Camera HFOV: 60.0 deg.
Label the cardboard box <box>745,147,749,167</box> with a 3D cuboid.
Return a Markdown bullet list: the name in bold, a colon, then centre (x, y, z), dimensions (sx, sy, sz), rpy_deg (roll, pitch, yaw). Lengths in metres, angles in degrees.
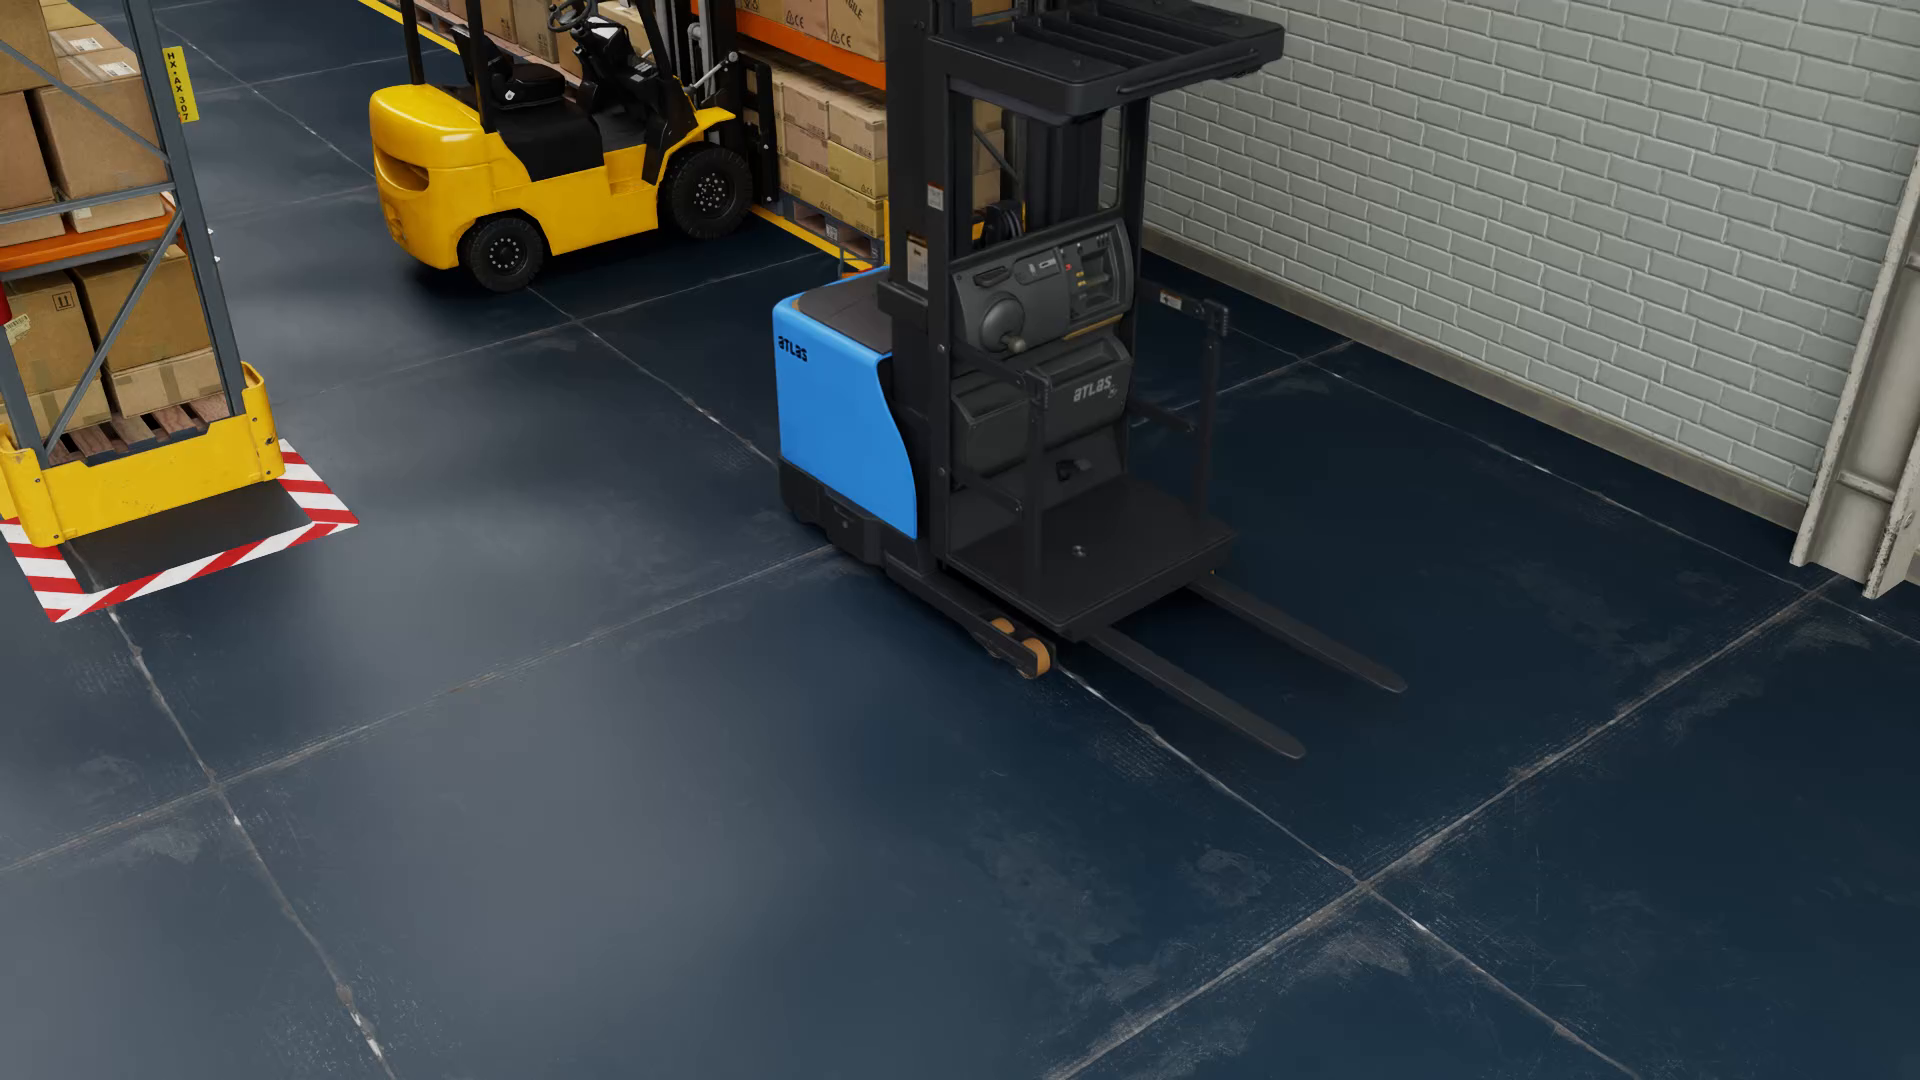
- **cardboard box**: centre (-1.412, -2.796, 11.617), dimensions (0.500, 0.250, 0.500), rpy_deg (-21, 38, -30)

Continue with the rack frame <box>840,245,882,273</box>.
- **rack frame**: centre (-0.482, -0.982, 8.335), dimensions (0.200, 1.050, 0.008), rpy_deg (-1, 32, -1)

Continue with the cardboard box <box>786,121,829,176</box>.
- **cardboard box**: centre (-0.785, -2.598, 10.824), dimensions (0.500, 0.250, 0.500), rpy_deg (-23, 38, -32)

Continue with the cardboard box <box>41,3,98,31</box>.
- **cardboard box**: centre (-4.564, -2.336, 8.292), dimensions (0.500, 0.500, 0.500), rpy_deg (-23, 39, -32)

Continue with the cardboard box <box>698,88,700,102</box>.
- **cardboard box**: centre (-1.731, -3.227, 11.837), dimensions (0.500, 0.250, 0.500), rpy_deg (-23, 38, -32)

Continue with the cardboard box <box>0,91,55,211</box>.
- **cardboard box**: centre (-4.410, -1.760, 7.363), dimensions (0.500, 0.500, 0.500), rpy_deg (-23, 39, -32)

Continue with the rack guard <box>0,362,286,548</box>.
- **rack guard**: centre (-3.906, -0.423, 7.958), dimensions (1.175, 0.500, 0.348), rpy_deg (-22, 38, -31)

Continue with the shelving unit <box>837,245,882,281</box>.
- **shelving unit**: centre (-0.480, -0.918, 8.232), dimensions (0.215, 1.050, 0.252), rpy_deg (-1, 32, -1)

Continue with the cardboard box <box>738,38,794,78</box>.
- **cardboard box**: centre (-1.409, -3.219, 11.350), dimensions (0.500, 0.250, 0.500), rpy_deg (-23, 39, -32)

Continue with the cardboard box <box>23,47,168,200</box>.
- **cardboard box**: centre (-3.931, -1.910, 7.605), dimensions (0.500, 0.500, 0.500), rpy_deg (-23, 39, -32)

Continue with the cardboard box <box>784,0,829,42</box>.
- **cardboard box**: centre (-0.761, -3.443, 10.356), dimensions (0.500, 0.500, 0.500), rpy_deg (-21, 38, -30)

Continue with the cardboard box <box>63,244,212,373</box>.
- **cardboard box**: centre (-4.151, -1.218, 8.365), dimensions (0.500, 0.500, 0.500), rpy_deg (-24, 39, -33)

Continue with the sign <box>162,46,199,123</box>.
- **sign**: centre (-3.431, -1.997, 7.302), dimensions (0.100, 0.325, 0.005), rpy_deg (-22, 38, -31)

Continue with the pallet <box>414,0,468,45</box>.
- **pallet**: centre (-4.373, -4.855, 15.367), dimensions (1.003, 0.211, 1.213), rpy_deg (-22, 38, -31)

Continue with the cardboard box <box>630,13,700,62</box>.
- **cardboard box**: centre (-2.039, -3.644, 12.034), dimensions (0.500, 0.250, 0.500), rpy_deg (-22, 38, -31)

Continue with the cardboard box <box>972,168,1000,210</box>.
- **cardboard box**: centre (-0.088, -2.339, 10.882), dimensions (0.500, 0.250, 0.500), rpy_deg (-22, 38, -31)

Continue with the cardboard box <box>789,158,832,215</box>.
- **cardboard box**: centre (-0.776, -2.375, 10.940), dimensions (0.500, 0.250, 0.500), rpy_deg (-22, 38, -31)

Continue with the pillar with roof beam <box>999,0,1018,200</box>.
- **pillar with roof beam**: centre (-3.056, -4.799, 6.947), dimensions (9.100, 9.000, 0.400), rpy_deg (-22, 38, -31)

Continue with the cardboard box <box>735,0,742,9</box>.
- **cardboard box**: centre (-1.392, -3.862, 11.031), dimensions (0.500, 0.500, 0.500), rpy_deg (-22, 38, -31)

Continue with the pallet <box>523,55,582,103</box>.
- **pallet**: centre (-2.876, -3.838, 13.730), dimensions (1.003, 0.211, 1.213), rpy_deg (-22, 38, -31)

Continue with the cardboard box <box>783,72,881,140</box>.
- **cardboard box**: centre (-0.787, -2.798, 10.673), dimensions (0.500, 0.250, 0.500), rpy_deg (-22, 38, -31)

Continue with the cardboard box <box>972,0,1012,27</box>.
- **cardboard box**: centre (-0.025, -3.400, 10.286), dimensions (0.500, 0.500, 0.500), rpy_deg (-21, 37, -30)

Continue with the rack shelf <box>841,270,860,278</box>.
- **rack shelf**: centre (-0.481, -1.150, 8.087), dimensions (0.215, 0.259, 0.240), rpy_deg (-1, 32, -1)

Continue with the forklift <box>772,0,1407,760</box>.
- **forklift**: centre (0.486, -0.978, 6.546), dimensions (1.130, 2.935, 3.031), rpy_deg (-25, 39, -34)

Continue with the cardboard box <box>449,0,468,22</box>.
- **cardboard box**: centre (-4.068, -5.031, 14.860), dimensions (0.875, 0.625, 0.625), rpy_deg (-21, 37, -30)

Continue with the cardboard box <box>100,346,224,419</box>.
- **cardboard box**: centre (-4.136, -0.890, 8.547), dimensions (0.500, 0.250, 0.500), rpy_deg (-23, 38, -32)

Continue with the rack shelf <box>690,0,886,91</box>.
- **rack shelf**: centre (-1.167, -3.589, 11.368), dimensions (1.077, 0.370, 4.000), rpy_deg (-22, 38, -31)

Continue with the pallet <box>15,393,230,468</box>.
- **pallet**: centre (-4.376, -0.651, 8.598), dimensions (1.003, 0.211, 1.213), rpy_deg (-22, 38, -31)

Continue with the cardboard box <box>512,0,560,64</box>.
- **cardboard box**: centre (-3.192, -4.438, 13.904), dimensions (0.875, 0.625, 0.625), rpy_deg (-23, 38, -32)

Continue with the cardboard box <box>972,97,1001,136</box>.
- **cardboard box**: centre (-0.086, -2.758, 10.608), dimensions (0.500, 0.250, 0.500), rpy_deg (-23, 39, -32)

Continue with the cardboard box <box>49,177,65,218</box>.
- **cardboard box**: centre (-4.070, -1.656, 7.811), dimensions (0.380, 0.149, 0.250), rpy_deg (-22, 38, -31)

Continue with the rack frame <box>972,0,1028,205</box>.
- **rack frame**: centre (0.059, -3.061, 9.836), dimensions (1.000, 3.000, 0.127), rpy_deg (-22, 38, -31)

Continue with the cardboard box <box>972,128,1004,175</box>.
- **cardboard box**: centre (-0.065, -2.547, 10.742), dimensions (0.500, 0.250, 0.500), rpy_deg (-21, 38, -31)

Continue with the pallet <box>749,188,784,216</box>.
- **pallet**: centre (-1.187, -2.690, 11.881), dimensions (1.003, 0.211, 1.213), rpy_deg (-22, 38, -31)
